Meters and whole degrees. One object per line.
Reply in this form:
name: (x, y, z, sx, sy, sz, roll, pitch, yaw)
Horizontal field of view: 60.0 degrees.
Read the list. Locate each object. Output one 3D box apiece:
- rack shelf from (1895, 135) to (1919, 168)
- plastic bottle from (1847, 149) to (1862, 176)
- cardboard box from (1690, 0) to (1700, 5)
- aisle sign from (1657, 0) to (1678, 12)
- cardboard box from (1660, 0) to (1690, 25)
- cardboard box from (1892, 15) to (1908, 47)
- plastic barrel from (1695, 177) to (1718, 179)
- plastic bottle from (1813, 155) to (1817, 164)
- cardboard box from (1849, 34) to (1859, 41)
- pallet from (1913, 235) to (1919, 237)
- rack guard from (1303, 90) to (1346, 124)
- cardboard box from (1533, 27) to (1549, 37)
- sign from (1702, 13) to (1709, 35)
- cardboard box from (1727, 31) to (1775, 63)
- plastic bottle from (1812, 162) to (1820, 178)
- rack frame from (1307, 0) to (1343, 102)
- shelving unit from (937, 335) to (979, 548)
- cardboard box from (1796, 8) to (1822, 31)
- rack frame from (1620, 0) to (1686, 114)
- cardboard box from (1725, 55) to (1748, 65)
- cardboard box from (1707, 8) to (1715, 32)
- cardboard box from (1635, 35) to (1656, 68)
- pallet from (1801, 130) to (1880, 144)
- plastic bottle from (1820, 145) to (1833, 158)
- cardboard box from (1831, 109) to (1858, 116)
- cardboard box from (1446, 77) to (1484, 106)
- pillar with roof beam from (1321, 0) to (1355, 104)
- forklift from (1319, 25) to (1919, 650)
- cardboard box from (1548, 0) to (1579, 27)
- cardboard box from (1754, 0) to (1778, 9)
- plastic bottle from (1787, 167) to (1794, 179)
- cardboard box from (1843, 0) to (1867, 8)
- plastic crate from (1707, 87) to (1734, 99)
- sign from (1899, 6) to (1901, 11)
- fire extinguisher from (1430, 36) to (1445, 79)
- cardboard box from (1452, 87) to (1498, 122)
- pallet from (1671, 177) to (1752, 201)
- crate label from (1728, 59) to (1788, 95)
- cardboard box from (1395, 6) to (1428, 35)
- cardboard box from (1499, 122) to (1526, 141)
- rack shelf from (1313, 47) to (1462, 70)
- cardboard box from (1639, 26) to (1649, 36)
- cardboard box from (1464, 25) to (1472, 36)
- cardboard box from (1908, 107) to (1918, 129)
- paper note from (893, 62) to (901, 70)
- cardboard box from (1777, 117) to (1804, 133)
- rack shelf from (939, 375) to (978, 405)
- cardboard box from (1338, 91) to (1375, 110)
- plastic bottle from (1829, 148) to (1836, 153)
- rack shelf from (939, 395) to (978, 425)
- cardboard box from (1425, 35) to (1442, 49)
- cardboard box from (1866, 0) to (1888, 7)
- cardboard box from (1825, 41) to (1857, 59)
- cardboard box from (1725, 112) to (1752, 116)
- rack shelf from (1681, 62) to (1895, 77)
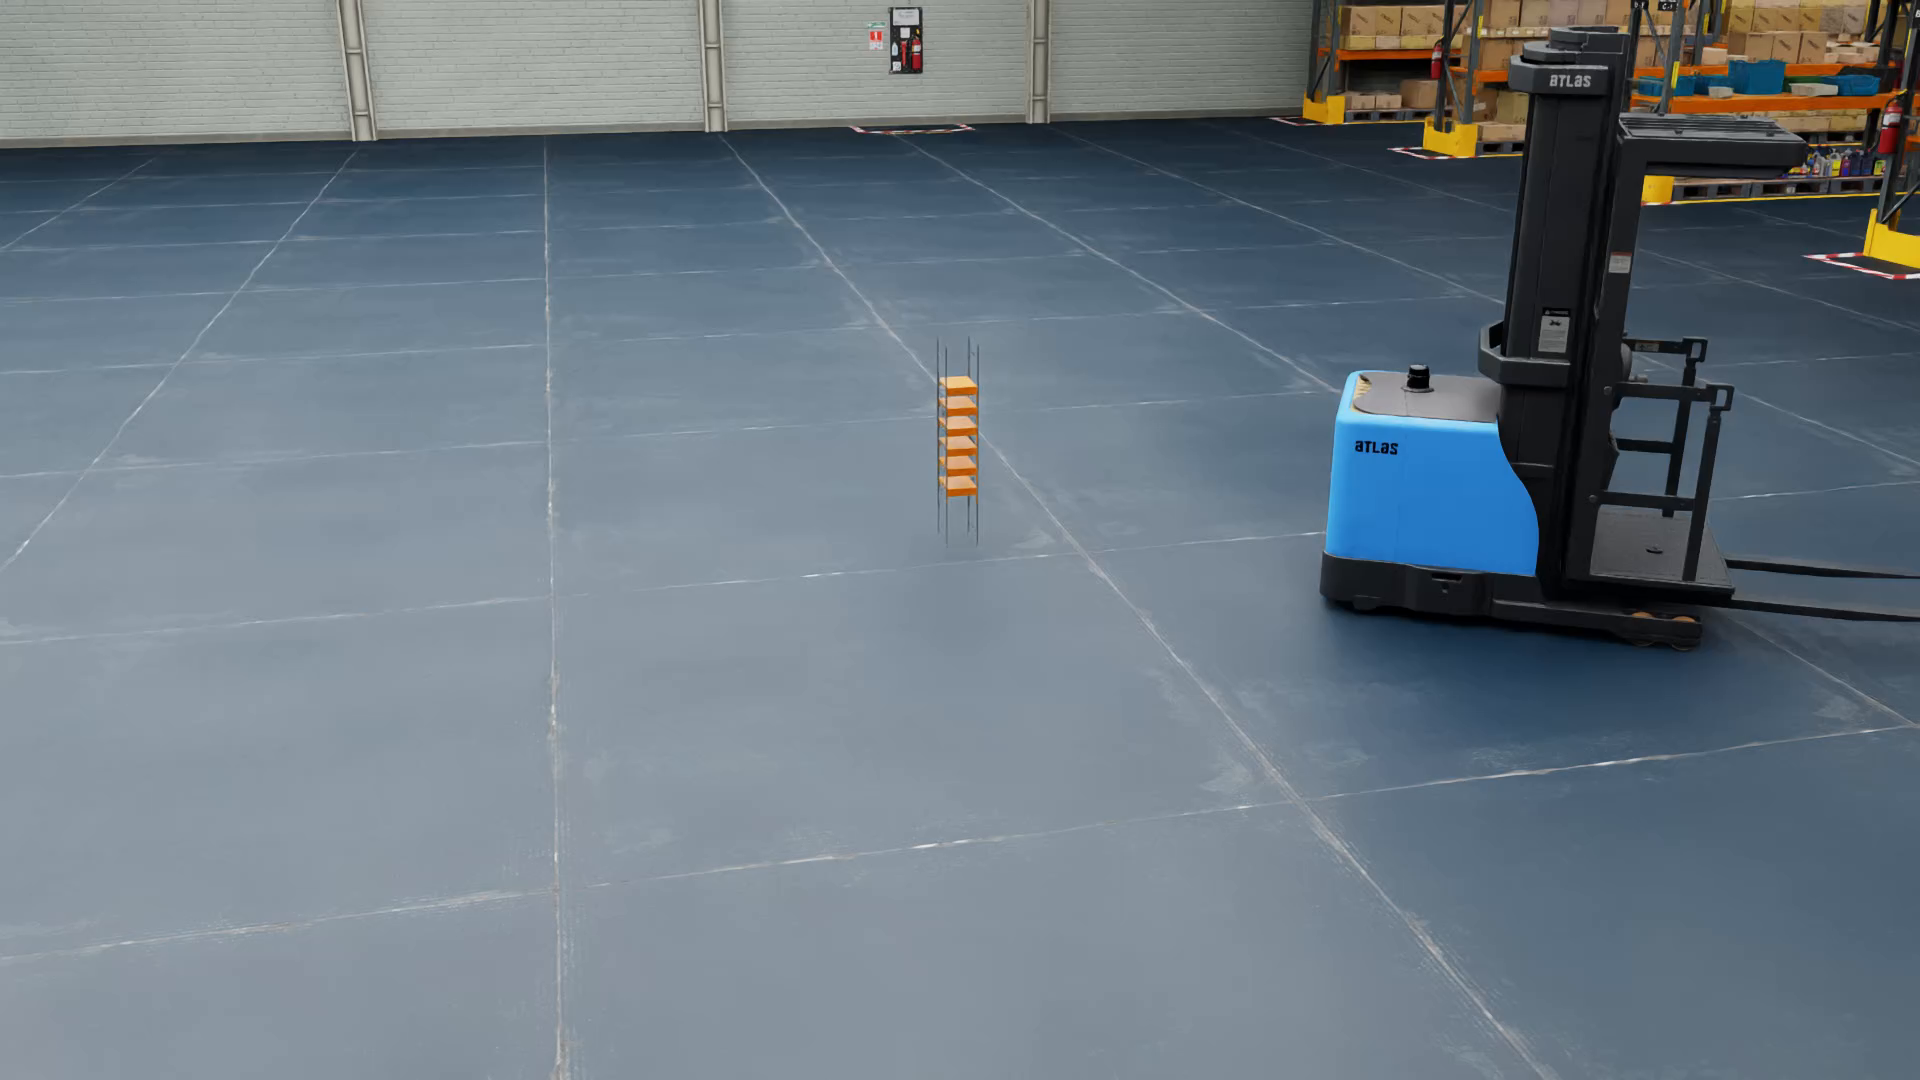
rack shelf: (12.176, -4.214, 18.003, 4.000, 0.370, 1.077, -5, 21, -12)
plastic bottle: (12.236, -5.168, 22.774, 0.185, 0.351, 0.144, -6, 21, -15)
cardboard box: (14.267, -10.522, 32.449, 0.250, 0.149, 0.380, -7, 21, -20)
aisle sign: (9.087, -7.168, 21.243, 0.004, 0.787, 0.394, -5, 21, -12)
cardboard box: (11.416, -8.645, 27.023, 0.500, 0.500, 0.700, -5, 21, -12)
cardboard box: (16.326, -8.675, 28.379, 0.500, 0.500, 0.700, -12, 24, -31)
plastic barrel: (10.201, -5.198, 22.650, 0.421, 0.512, 0.421, 0, 20, 0)
plastic bottle: (11.737, -5.135, 22.781, 0.133, 0.283, 0.061, -5, 21, -12)
cardboard box: (17.722, -10.054, 33.236, 0.250, 0.149, 0.380, -4, 20, -11)
pallet: (11.103, -3.143, 18.087, 1.213, 0.211, 1.003, -5, 21, -12)
rack guard: (6.884, -8.200, 31.473, 0.348, 0.500, 1.175, -5, 21, -12)
cardboard box: (9.131, -8.081, 26.424, 0.250, 0.149, 0.380, -5, 21, -13)
sign: (11.976, -8.284, 26.696, 0.005, 0.325, 0.100, -5, 21, -12)
cardboard box: (13.110, -8.170, 27.613, 0.500, 0.500, 0.500, -3, 20, -9)
plastic bottle: (11.654, -5.042, 22.648, 0.097, 0.201, 0.097, 0, 20, 0)
rack frame: (6.810, -9.368, 31.026, 0.127, 3.000, 1.000, -5, 21, -12)
shelving unit: (-0.014, -0.562, 9.605, 0.189, 1.200, 0.258, -5, 21, -12)
cardboard box: (16.627, -10.271, 32.885, 0.500, 0.500, 0.500, -4, 21, -11)
rack frame: (9.090, -6.051, 21.973, 0.127, 3.000, 1.000, -5, 21, -12)
cardboard box: (12.756, -7.910, 27.413, 0.250, 0.149, 0.380, -5, 21, -12)
cardboard box: (14.995, -10.322, 33.026, 0.500, 0.500, 0.500, -5, 21, -12)
cardboard box: (10.904, -7.992, 27.126, 0.500, 0.500, 0.700, -5, 21, -13)
pallet: (14.929, -6.982, 28.567, 1.213, 0.211, 1.003, -5, 21, -12)
plastic bottle: (12.135, -5.358, 23.291, 0.185, 0.351, 0.144, -5, 21, -12)
cardboard box: (14.782, -7.345, 28.077, 0.500, 0.311, 0.500, -5, 21, -13)
cardboard box: (9.702, -8.622, 31.984, 0.500, 0.500, 0.500, -6, 21, -17)
pillar with roof beam: (8.283, -11.089, 27.002, 0.400, 9.000, 9.100, -5, 21, -12)
forklift: (3.487, -1.029, 8.361, 3.031, 2.935, 1.130, 6, 21, 15)
cardboard box: (9.464, -8.486, 26.589, 0.500, 0.500, 0.700, -5, 21, -12)
cardboard box: (15.620, -10.541, 32.534, 0.500, 0.250, 0.500, -5, 21, -13)
plastic bottle: (11.260, -5.043, 22.548, 0.097, 0.271, 0.097, 0, 20, 0)
cardboard box: (17.593, -10.706, 32.982, 0.500, 0.250, 0.500, -4, 21, -11)
plastic crate: (10.035, -5.891, 21.918, 0.250, 0.136, 0.298, -5, 21, -12)
sign: (18.623, -10.643, 32.940, 0.005, 0.325, 0.100, -5, 21, -12)
fire extinguisher: (7.732, -7.820, 26.913, 0.183, 0.674, 0.296, -5, 21, -12)
cardboard box: (8.407, -7.110, 27.160, 0.500, 0.500, 0.500, -5, 21, -12)
pallet: (9.945, -4.826, 22.683, 1.213, 0.211, 1.003, -5, 21, -12)
crate label: (10.819, -6.304, 22.612, 0.616, 0.435, 0.502, -5, 21, -12)
cardboard box: (8.332, -9.670, 30.952, 0.500, 0.500, 0.500, -5, 21, -14)
cardboard box: (9.013, -6.625, 26.925, 0.500, 0.250, 0.500, -5, 21, -12)
rack shelf: (8.757, -9.188, 31.582, 4.000, 0.370, 1.077, -5, 21, -12)
cardboard box: (10.881, -8.223, 26.813, 0.250, 0.149, 0.380, -5, 21, -13)
cardboard box: (8.282, -8.155, 26.629, 0.250, 0.149, 0.380, -5, 21, -13)
cardboard box: (16.248, -7.316, 28.421, 0.500, 0.500, 0.500, -4, 20, -10)
paper note: (-1.148, -8.650, 30.349, 0.142, 0.148, 0.016, -5, 21, -12)
cardboard box: (13.793, -7.003, 27.959, 0.500, 0.250, 0.500, -4, 21, -11)
rack shelf: (-0.014, -0.859, 9.497, 0.180, 0.103, 0.258, -5, 21, -12)
cardboard box: (7.504, -8.336, 31.480, 0.500, 0.311, 0.500, -7, 21, -19)
plastic bottle: (12.263, -5.382, 23.467, 0.135, 0.276, 0.152, -4, 20, -11)
rack shelf: (-0.014, -0.746, 9.538, 0.180, 0.103, 0.258, -5, 21, -12)
cardboard box: (8.850, -9.362, 31.201, 0.500, 0.250, 0.500, -4, 21, -12)
cardboard box: (18.093, -10.743, 33.084, 0.500, 0.250, 0.500, -4, 21, -11)
cardboard box: (14.824, -8.295, 28.228, 0.500, 0.311, 0.500, -5, 21, -13)
cardboard box: (12.794, -7.183, 27.634, 0.500, 0.311, 0.500, -5, 21, -13)
rack shelf: (13.793, -7.847, 27.921, 4.000, 0.370, 1.077, -5, 21, -12)
